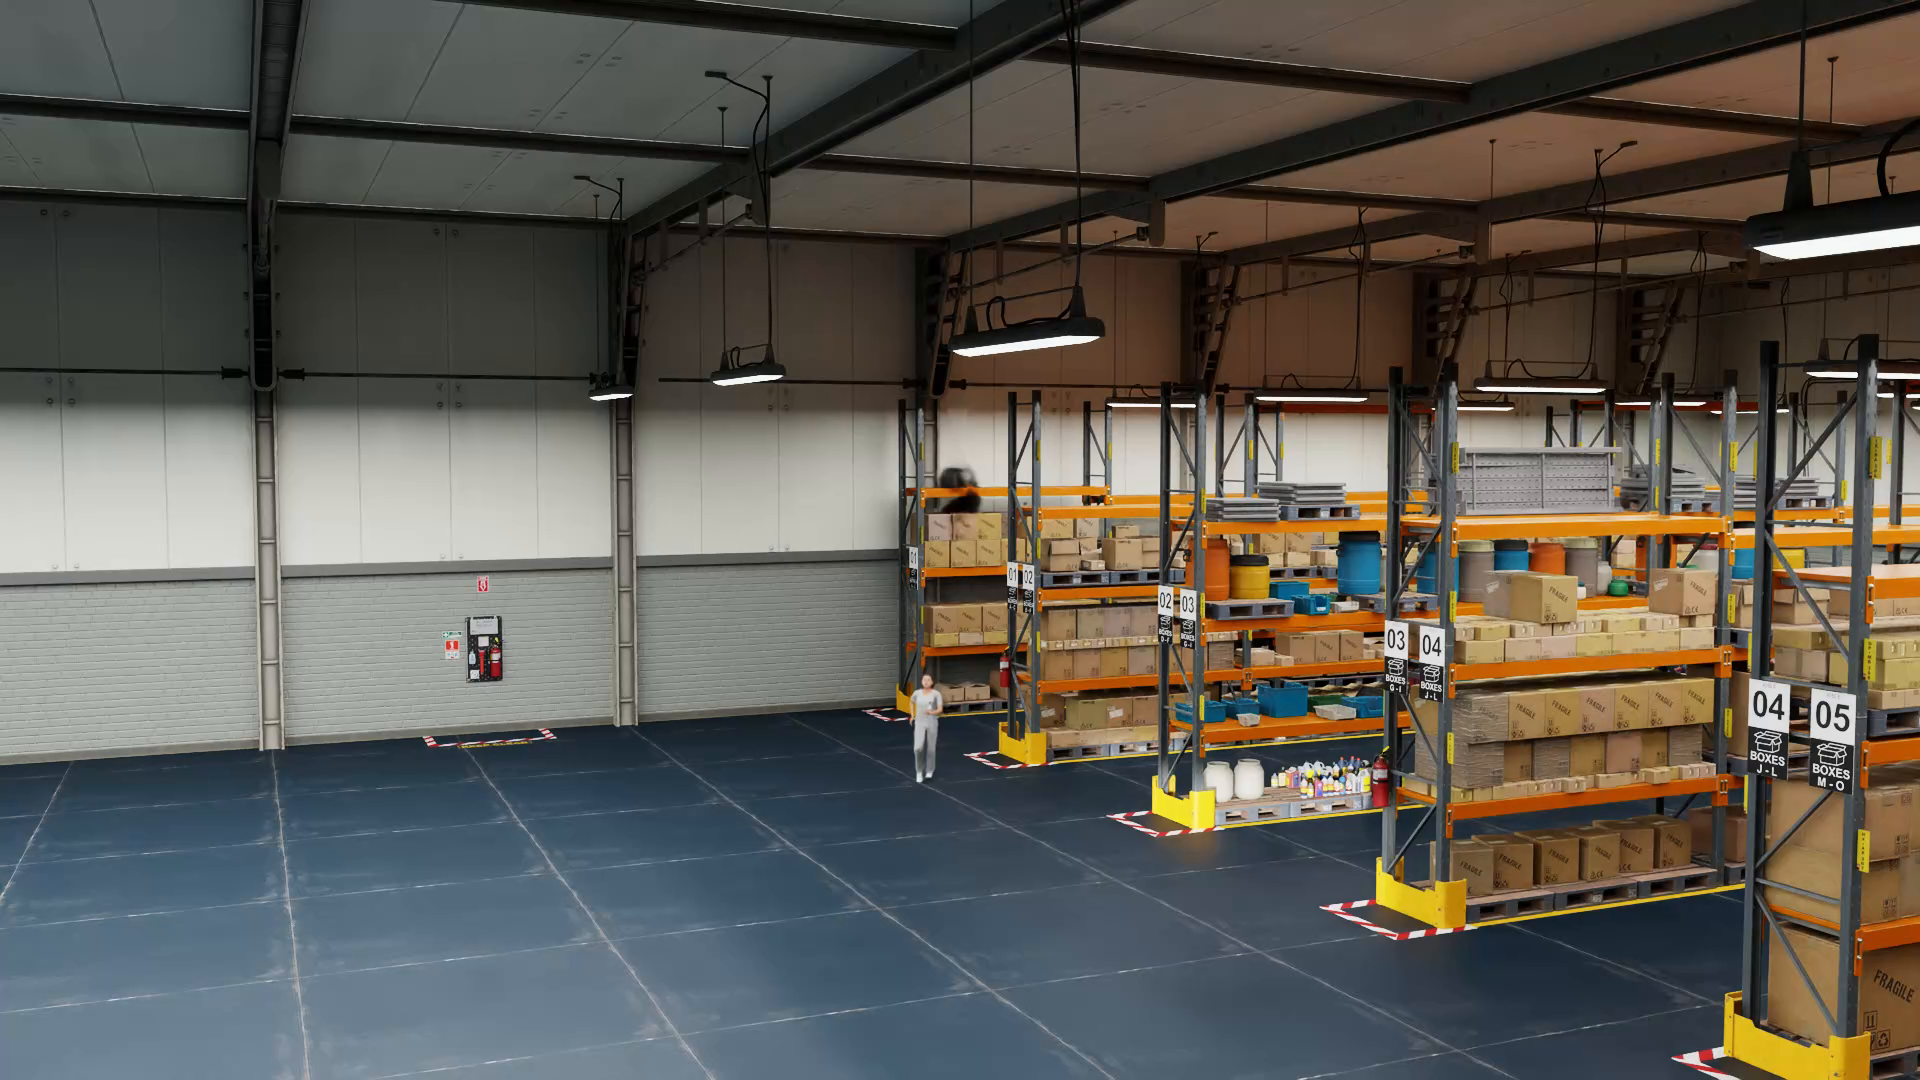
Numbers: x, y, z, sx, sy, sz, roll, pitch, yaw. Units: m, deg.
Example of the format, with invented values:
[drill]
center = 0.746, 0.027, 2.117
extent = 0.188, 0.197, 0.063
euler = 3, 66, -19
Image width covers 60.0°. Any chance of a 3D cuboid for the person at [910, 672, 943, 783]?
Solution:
[person]
center = -0.519, 2.844, 25.224
extent = 0.533, 1.671, 0.687
euler = 0, 3, 4
